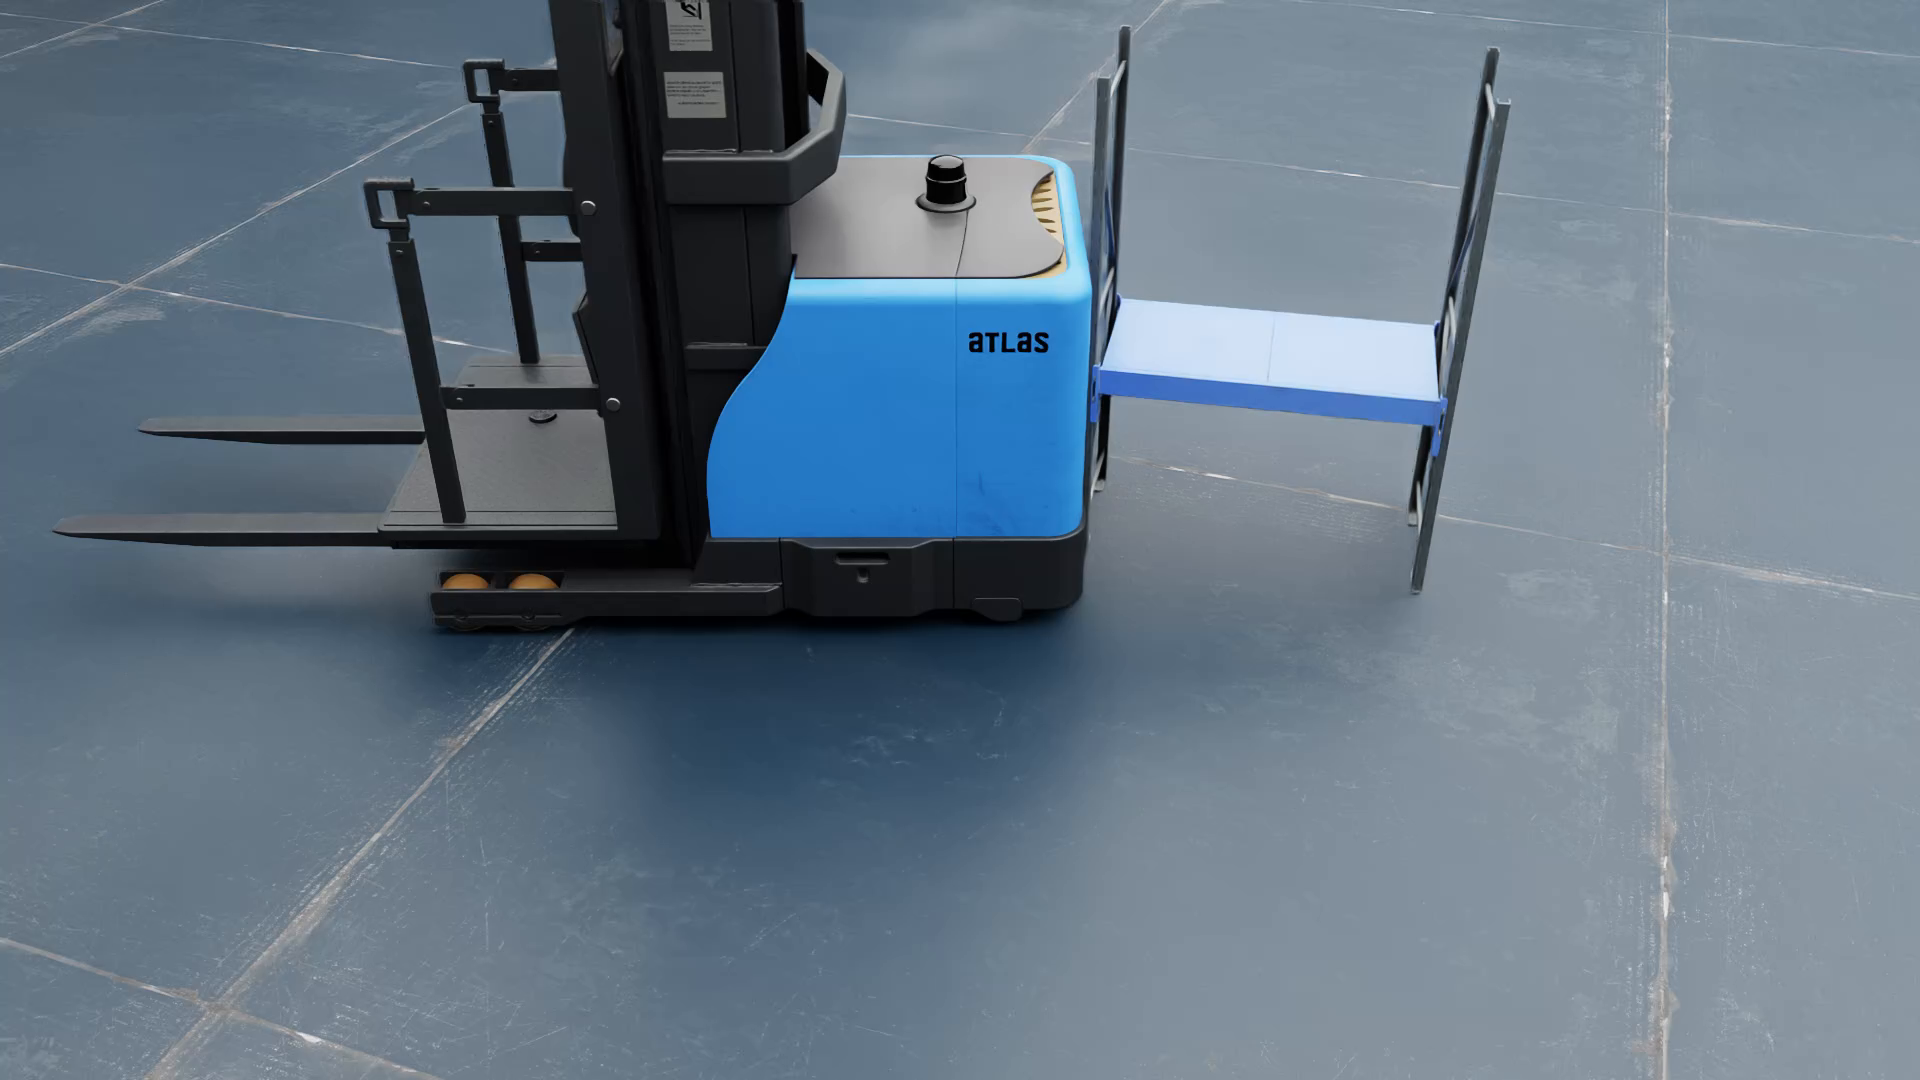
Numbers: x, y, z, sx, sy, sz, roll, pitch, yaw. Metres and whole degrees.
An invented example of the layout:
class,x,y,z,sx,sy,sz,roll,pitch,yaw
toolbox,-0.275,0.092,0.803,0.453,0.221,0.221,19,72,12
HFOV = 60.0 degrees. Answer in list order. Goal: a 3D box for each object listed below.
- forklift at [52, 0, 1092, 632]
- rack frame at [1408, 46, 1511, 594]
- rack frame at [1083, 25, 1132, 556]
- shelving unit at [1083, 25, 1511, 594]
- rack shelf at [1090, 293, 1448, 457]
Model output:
class,x,y,z,sx,sy,sz,roll,pitch,yaw
forklift,-1.155,-1.253,4.489,3.031,2.935,1.130,0,33,0
rack frame,1.422,-0.601,4.799,0.032,1.500,0.500,6,33,10
rack frame,0.427,-0.714,4.974,0.032,1.500,0.500,6,33,10
shelving unit,0.925,-0.658,4.886,1.048,1.500,0.538,6,33,10
rack shelf,0.925,-0.507,4.984,1.000,0.185,0.538,6,33,10
